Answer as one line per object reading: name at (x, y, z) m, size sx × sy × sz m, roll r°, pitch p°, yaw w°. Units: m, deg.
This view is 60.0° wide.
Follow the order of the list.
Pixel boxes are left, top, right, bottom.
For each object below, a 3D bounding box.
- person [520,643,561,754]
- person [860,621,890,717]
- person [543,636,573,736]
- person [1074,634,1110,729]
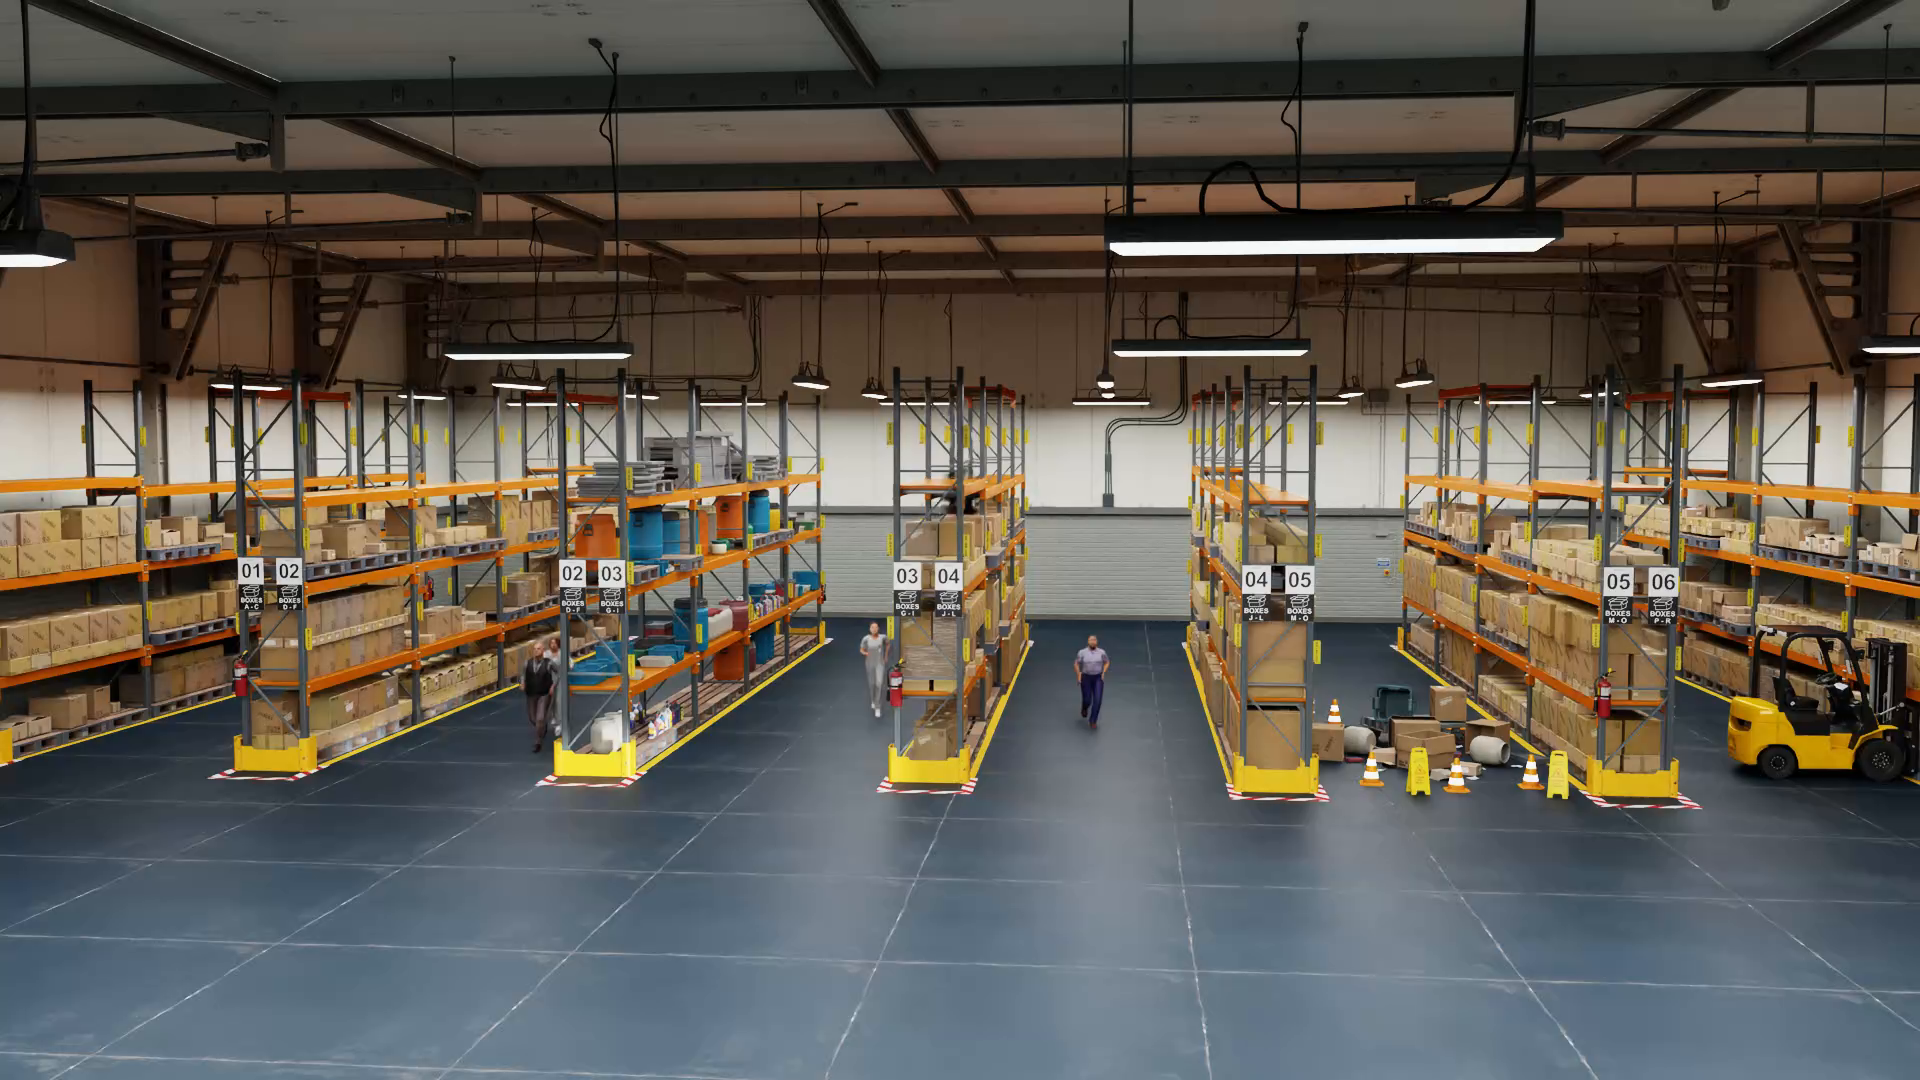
person at (-6.728, 2.506, 26.650) m, size 0.662 × 1.719 × 0.864 m, roll 0°, pitch 4°, yaw 5°
person at (-1.538, 2.293, 30.050) m, size 0.518 × 1.695 × 0.887 m, roll 0°, pitch 4°, yaw 5°
person at (-6.848, 2.439, 28.134) m, size 0.565 × 1.631 × 0.778 m, roll 0°, pitch 4°, yaw -7°
person at (2.285, 2.430, 28.743) m, size 0.614 × 1.609 × 0.575 m, roll 0°, pitch 4°, yaw -3°
